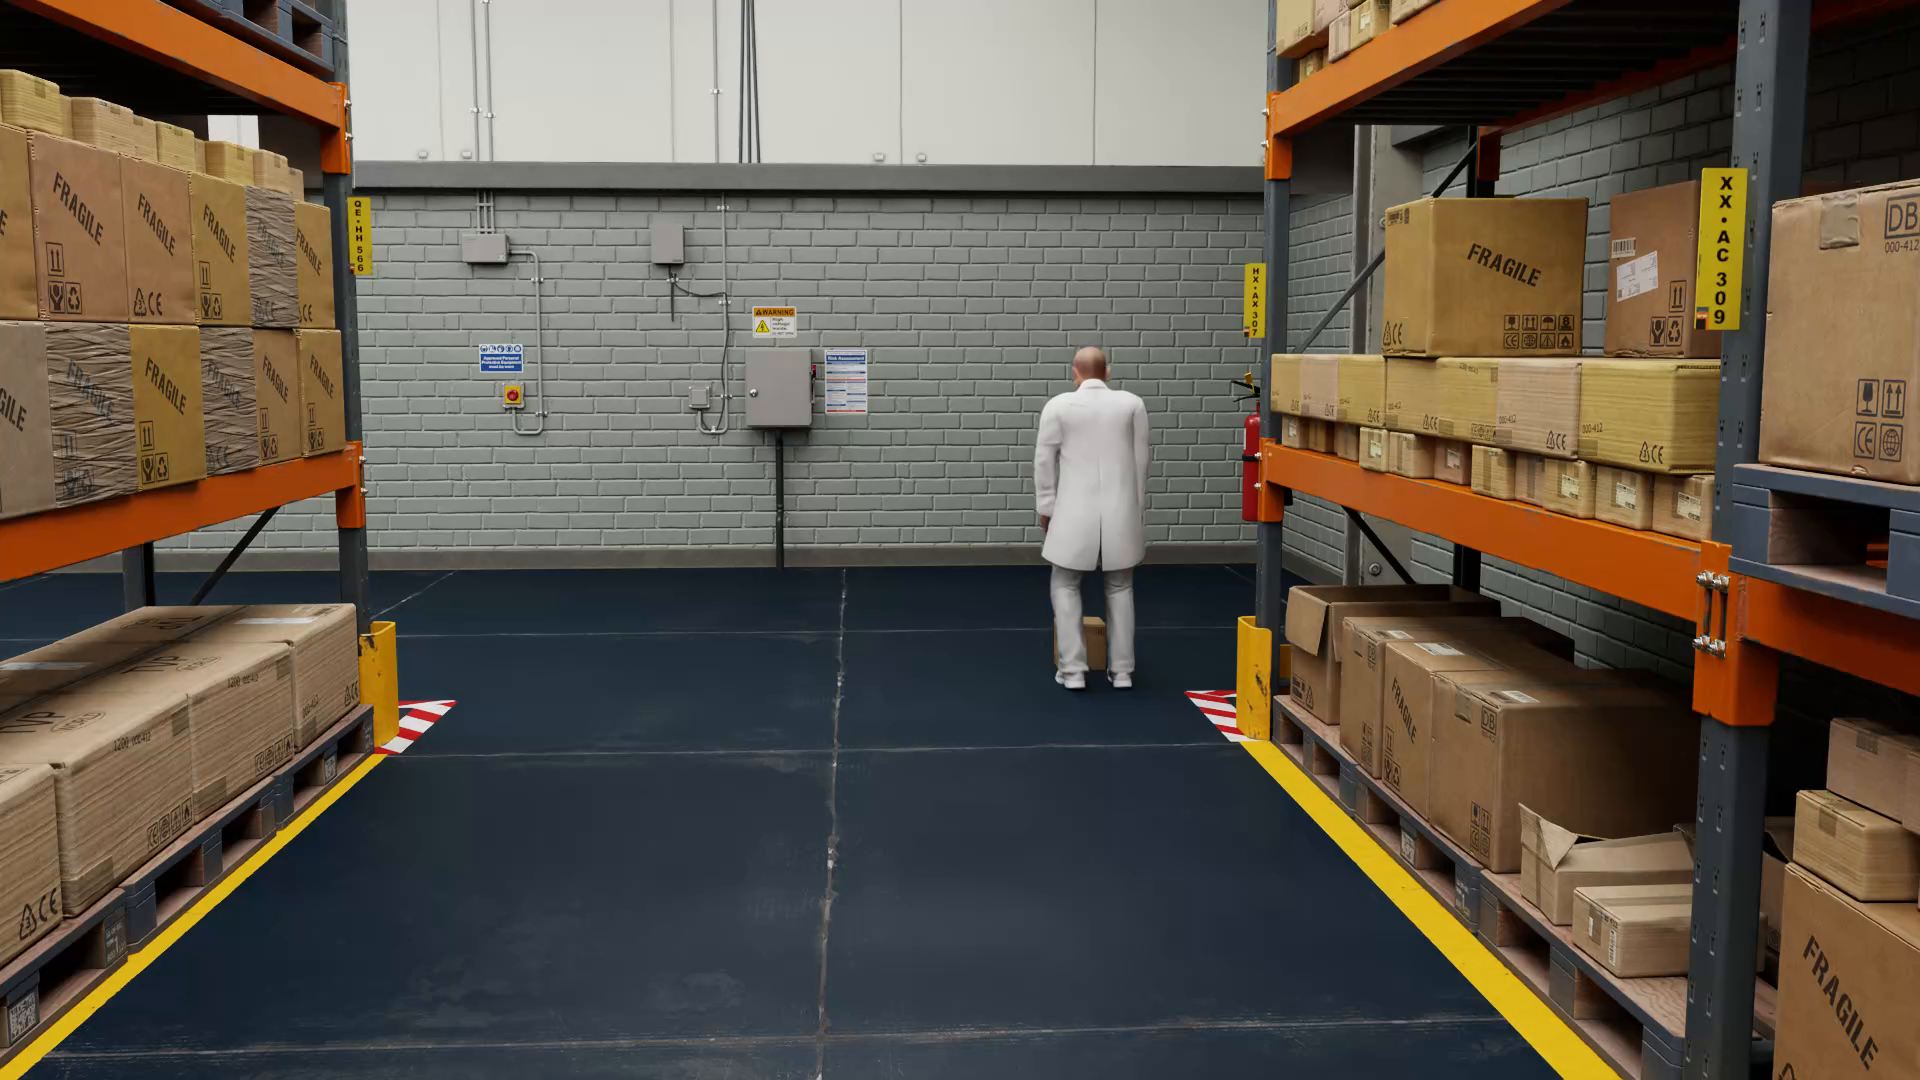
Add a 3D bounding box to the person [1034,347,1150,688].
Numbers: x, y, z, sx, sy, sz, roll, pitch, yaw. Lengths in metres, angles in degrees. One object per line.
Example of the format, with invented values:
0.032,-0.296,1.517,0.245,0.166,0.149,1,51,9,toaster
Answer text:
0.667,-0.108,8.476,0.587,1.729,0.417,0,7,-2,person
